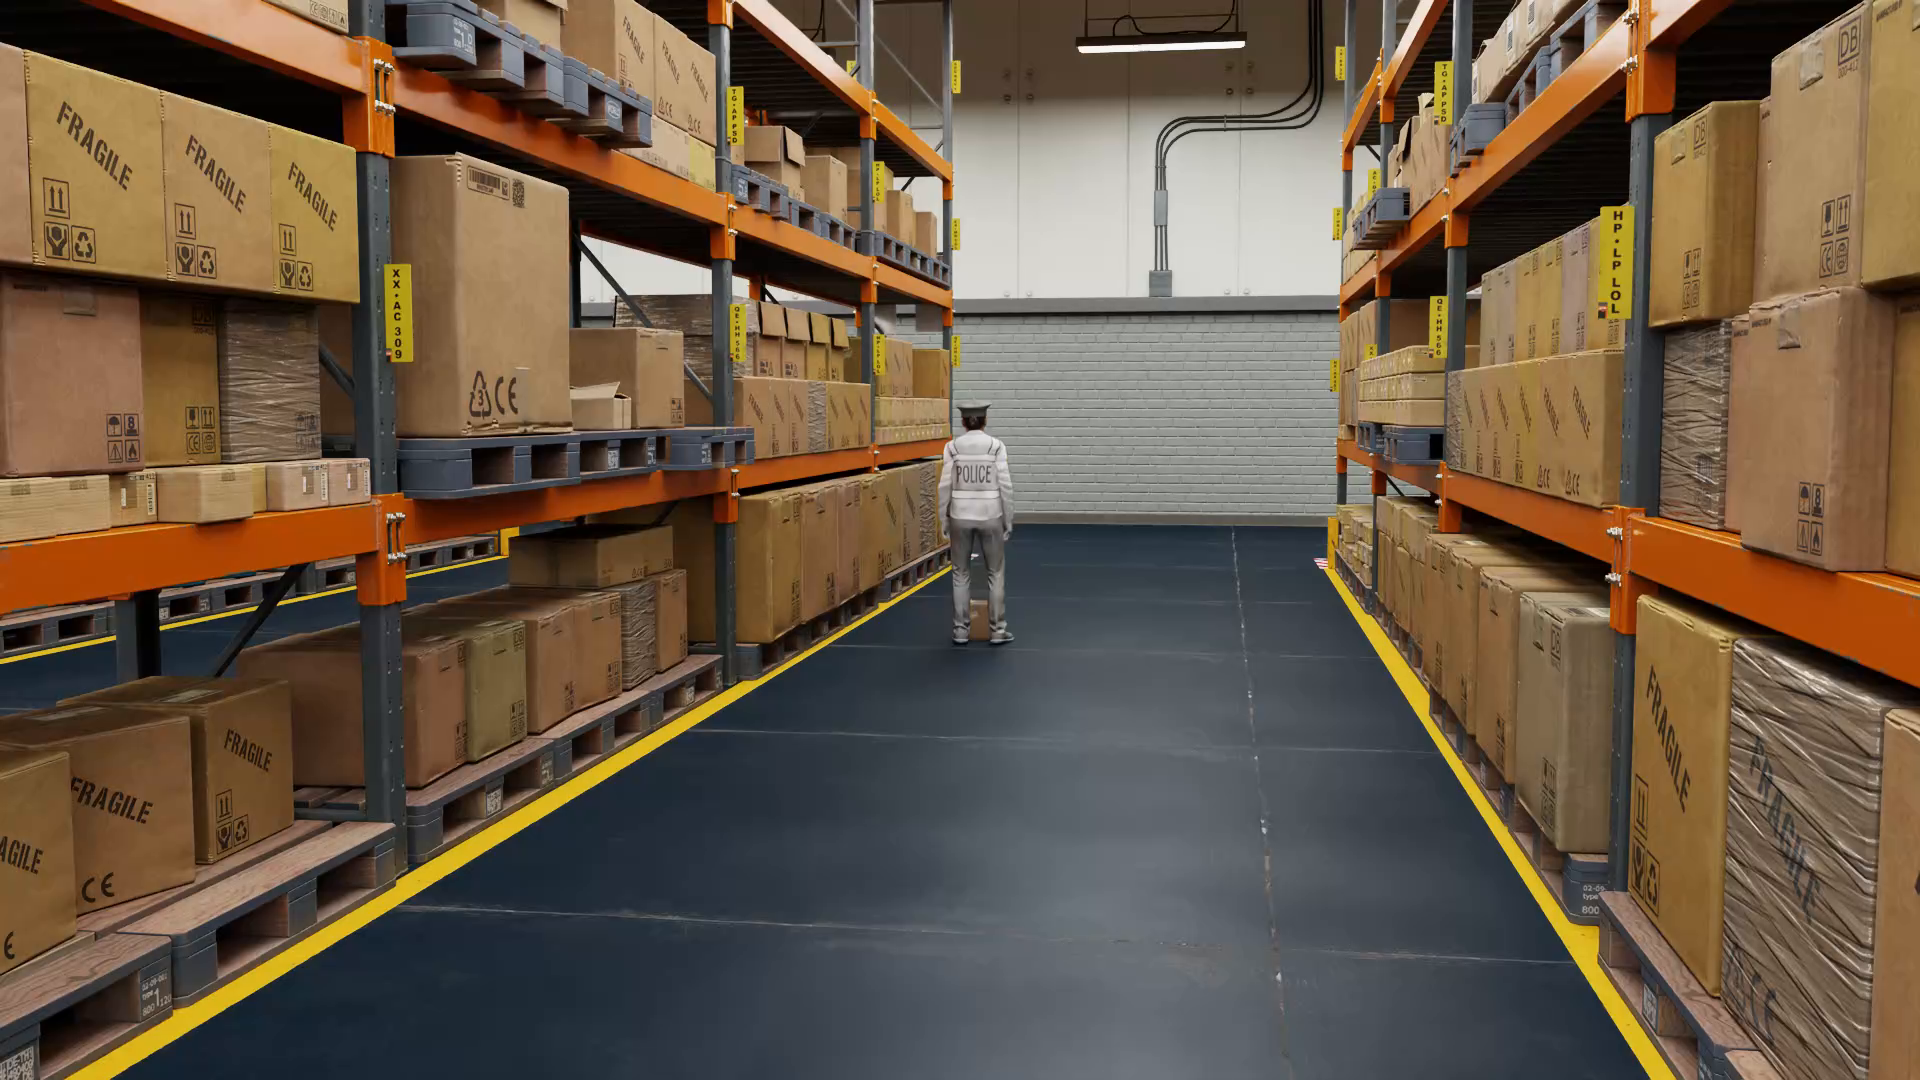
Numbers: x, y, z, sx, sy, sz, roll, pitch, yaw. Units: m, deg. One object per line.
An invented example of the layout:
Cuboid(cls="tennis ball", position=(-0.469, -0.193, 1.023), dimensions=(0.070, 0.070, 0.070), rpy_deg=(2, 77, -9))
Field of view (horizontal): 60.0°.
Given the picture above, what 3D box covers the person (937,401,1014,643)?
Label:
Cuboid(cls="person", position=(0.107, -0.121, 11.393), dimensions=(0.518, 1.663, 0.369), rpy_deg=(0, 5, 5))
